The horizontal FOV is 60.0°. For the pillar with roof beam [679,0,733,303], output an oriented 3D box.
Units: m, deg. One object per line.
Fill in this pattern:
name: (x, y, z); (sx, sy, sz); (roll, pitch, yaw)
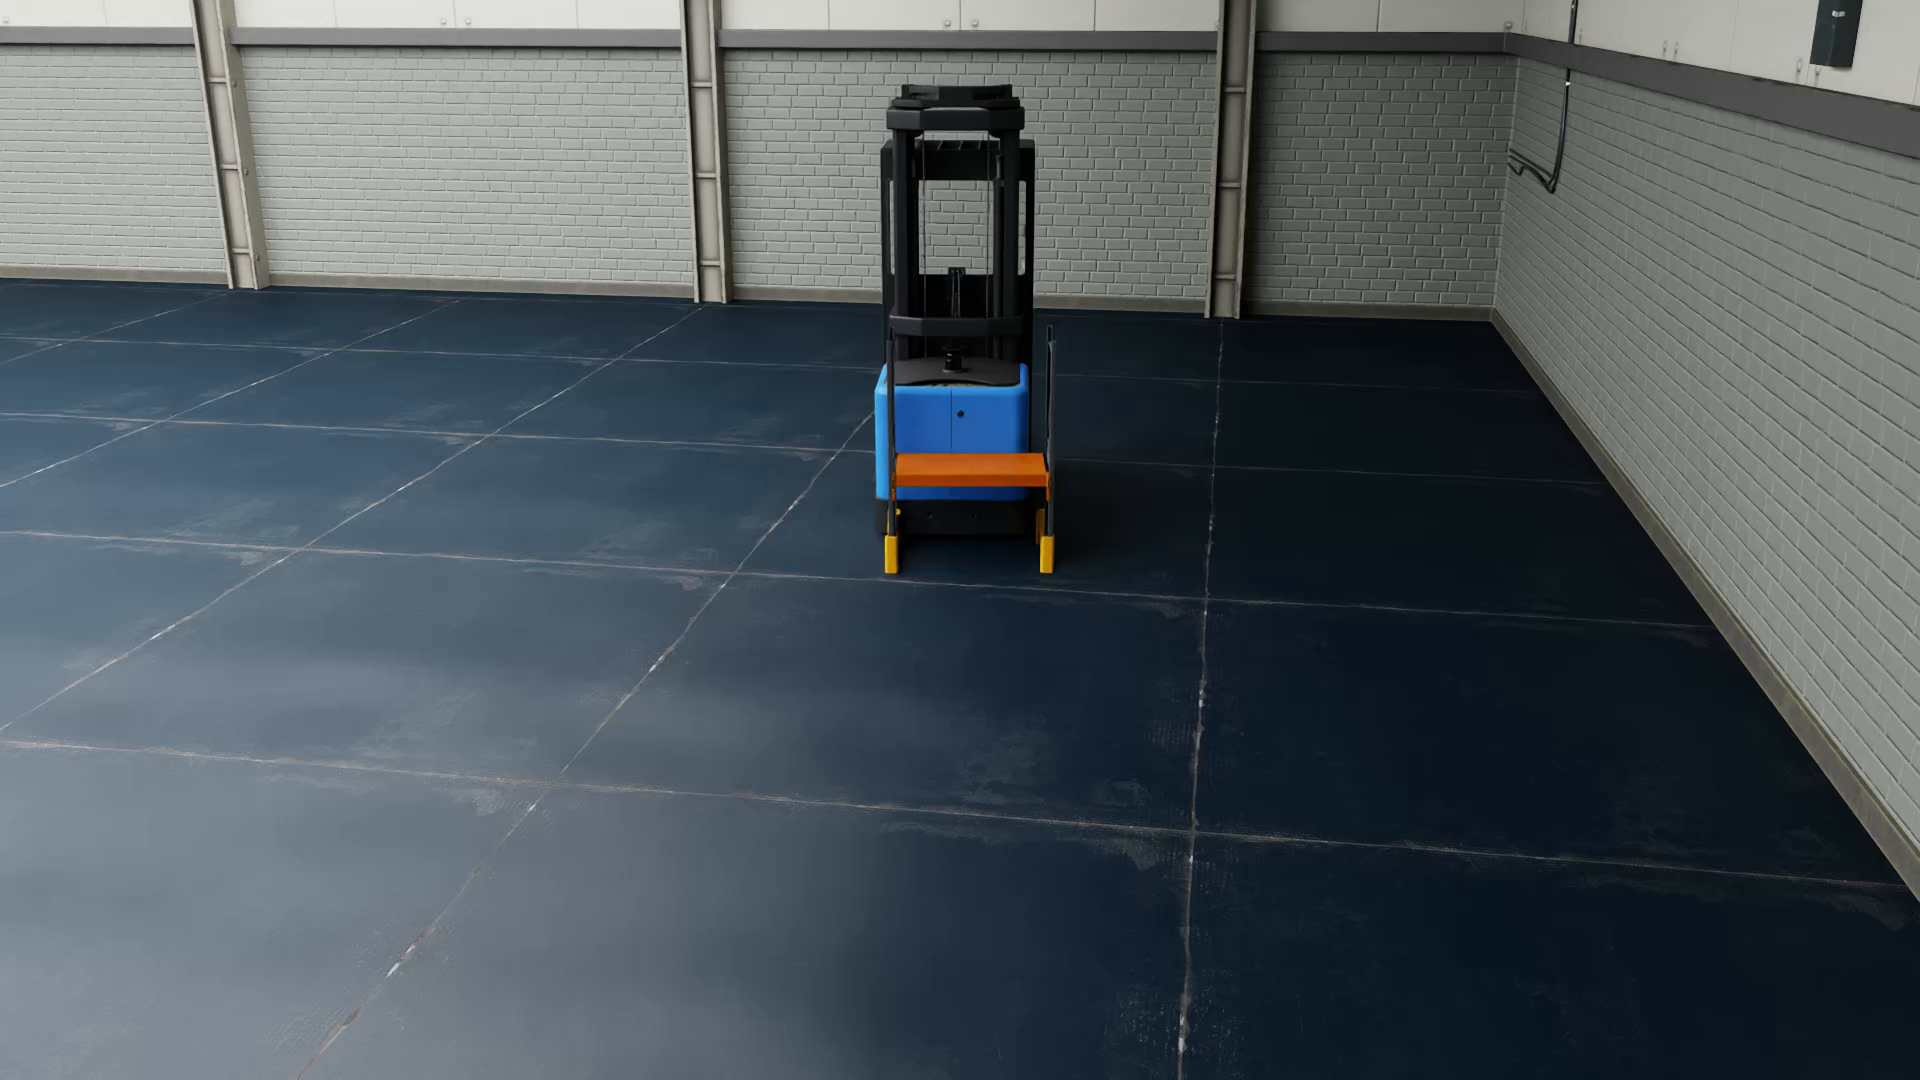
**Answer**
pillar with roof beam: (-3.616, -5.779, 14.392); (0.400, 9.000, 9.100); (3, 19, 9)

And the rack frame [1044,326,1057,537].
rack frame: (0.577, -0.582, 10.680); (0.032, 1.500, 0.500); (0, 19, 0)

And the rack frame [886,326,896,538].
rack frame: (-0.439, -0.580, 10.674); (0.032, 1.500, 0.500); (0, 19, 0)

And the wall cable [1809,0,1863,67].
wall cable: (4.168, -4.902, 6.413); (0.169, 6.003, 2.305); (3, 19, 9)

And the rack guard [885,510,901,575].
rack guard: (-0.438, 0.012, 10.872); (0.087, 0.250, 0.587); (0, 19, 0)

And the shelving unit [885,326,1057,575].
shelving unit: (0.060, -0.581, 10.677); (1.083, 1.500, 0.587); (0, 19, 0)

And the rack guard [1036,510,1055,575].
rack guard: (0.558, 0.010, 10.878); (0.087, 0.250, 0.587); (0, 19, 0)

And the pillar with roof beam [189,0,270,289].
pillar with roof beam: (-9.540, -6.081, 15.294); (0.400, 9.000, 9.100); (3, 19, 9)

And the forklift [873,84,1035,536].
forklift: (-0.008, -1.833, 12.164); (1.130, 2.935, 3.031); (1, 19, 2)

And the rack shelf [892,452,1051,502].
rack shelf: (0.069, -0.411, 10.734); (1.000, 0.185, 0.538); (0, 19, 0)

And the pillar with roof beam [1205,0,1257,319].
pillar with roof beam: (2.308, -5.477, 13.489); (0.400, 9.000, 9.100); (3, 19, 9)

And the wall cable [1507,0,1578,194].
wall cable: (5.690, -4.790, 16.331); (0.112, 2.526, 3.097); (3, 19, 9)
